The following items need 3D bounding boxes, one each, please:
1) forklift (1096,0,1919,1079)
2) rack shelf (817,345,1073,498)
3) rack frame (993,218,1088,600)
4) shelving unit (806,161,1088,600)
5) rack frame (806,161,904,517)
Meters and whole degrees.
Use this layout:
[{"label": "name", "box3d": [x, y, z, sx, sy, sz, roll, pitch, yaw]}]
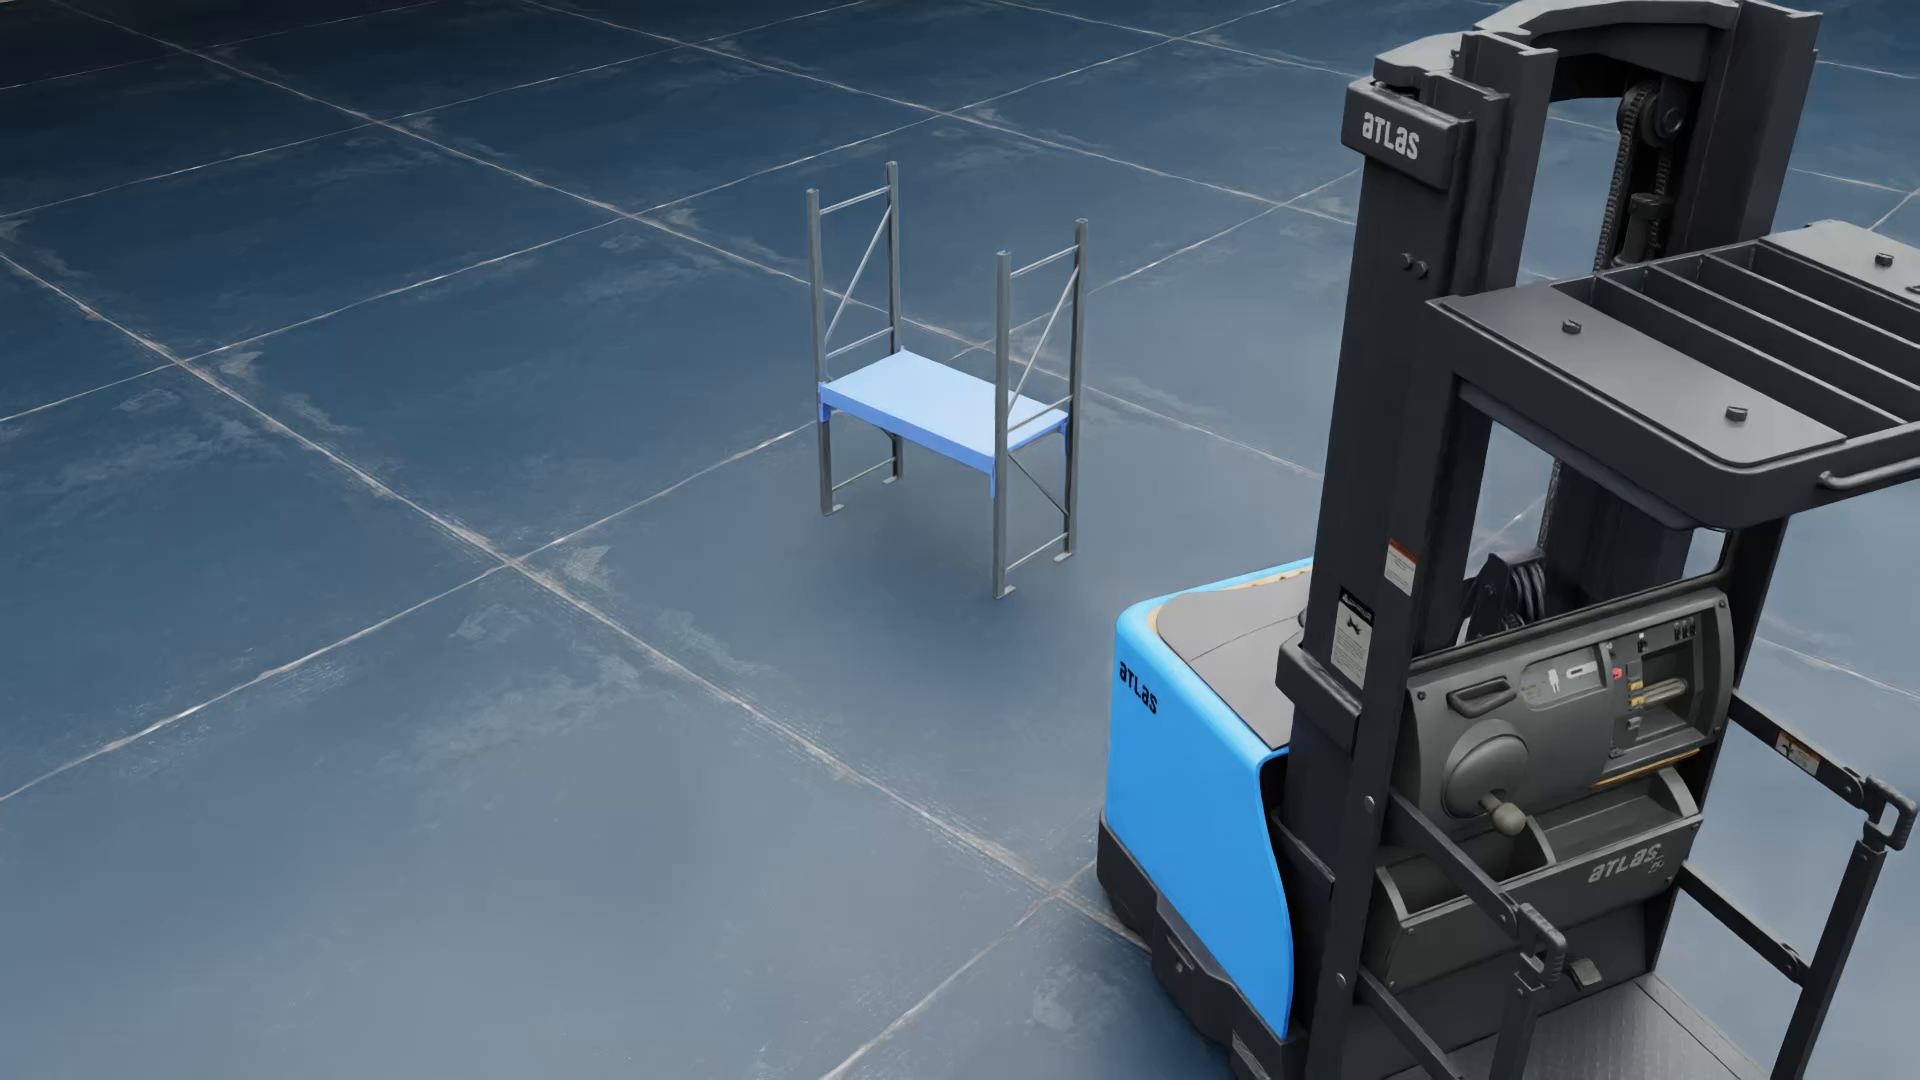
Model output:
[{"label": "forklift", "box3d": [1.510, 0.447, 3.665, 1.130, 2.935, 3.031, -13, 34, -21]}, {"label": "rack shelf", "box3d": [-0.063, -0.518, 7.005, 1.000, 0.185, 0.538, 25, 39, 35]}, {"label": "rack frame", "box3d": [0.314, -0.496, 6.620, 0.032, 1.500, 0.500, 25, 39, 35]}, {"label": "shelving unit", "box3d": [-0.063, -0.672, 6.912, 1.048, 1.500, 0.538, 25, 39, 35]}, {"label": "rack frame", "box3d": [-0.440, -0.848, 7.204, 0.032, 1.500, 0.500, 25, 39, 35]}]
